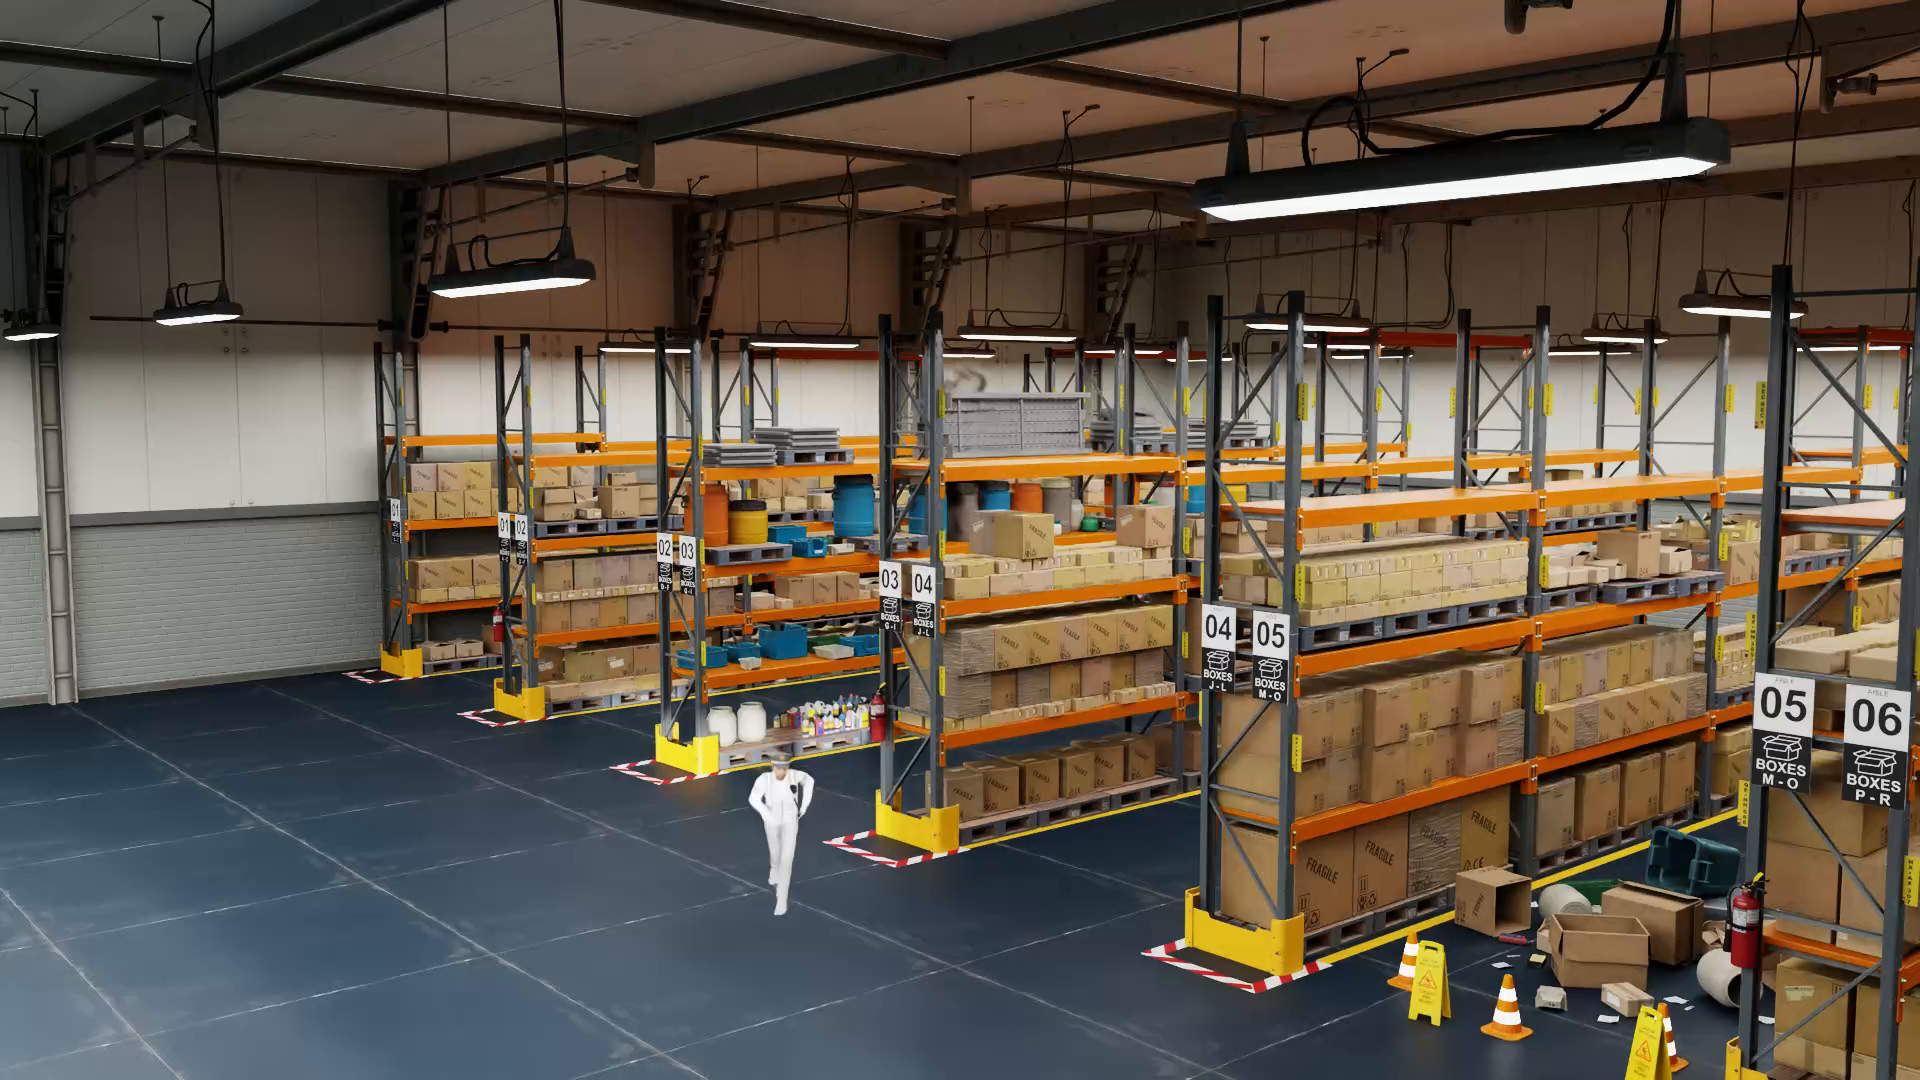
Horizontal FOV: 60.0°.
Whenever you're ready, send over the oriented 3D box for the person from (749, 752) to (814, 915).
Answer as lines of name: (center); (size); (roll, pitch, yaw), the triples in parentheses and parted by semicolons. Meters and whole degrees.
person: (-1.805, 2.866, 16.774); (0.655, 1.628, 0.983); (-1, 5, -12)
